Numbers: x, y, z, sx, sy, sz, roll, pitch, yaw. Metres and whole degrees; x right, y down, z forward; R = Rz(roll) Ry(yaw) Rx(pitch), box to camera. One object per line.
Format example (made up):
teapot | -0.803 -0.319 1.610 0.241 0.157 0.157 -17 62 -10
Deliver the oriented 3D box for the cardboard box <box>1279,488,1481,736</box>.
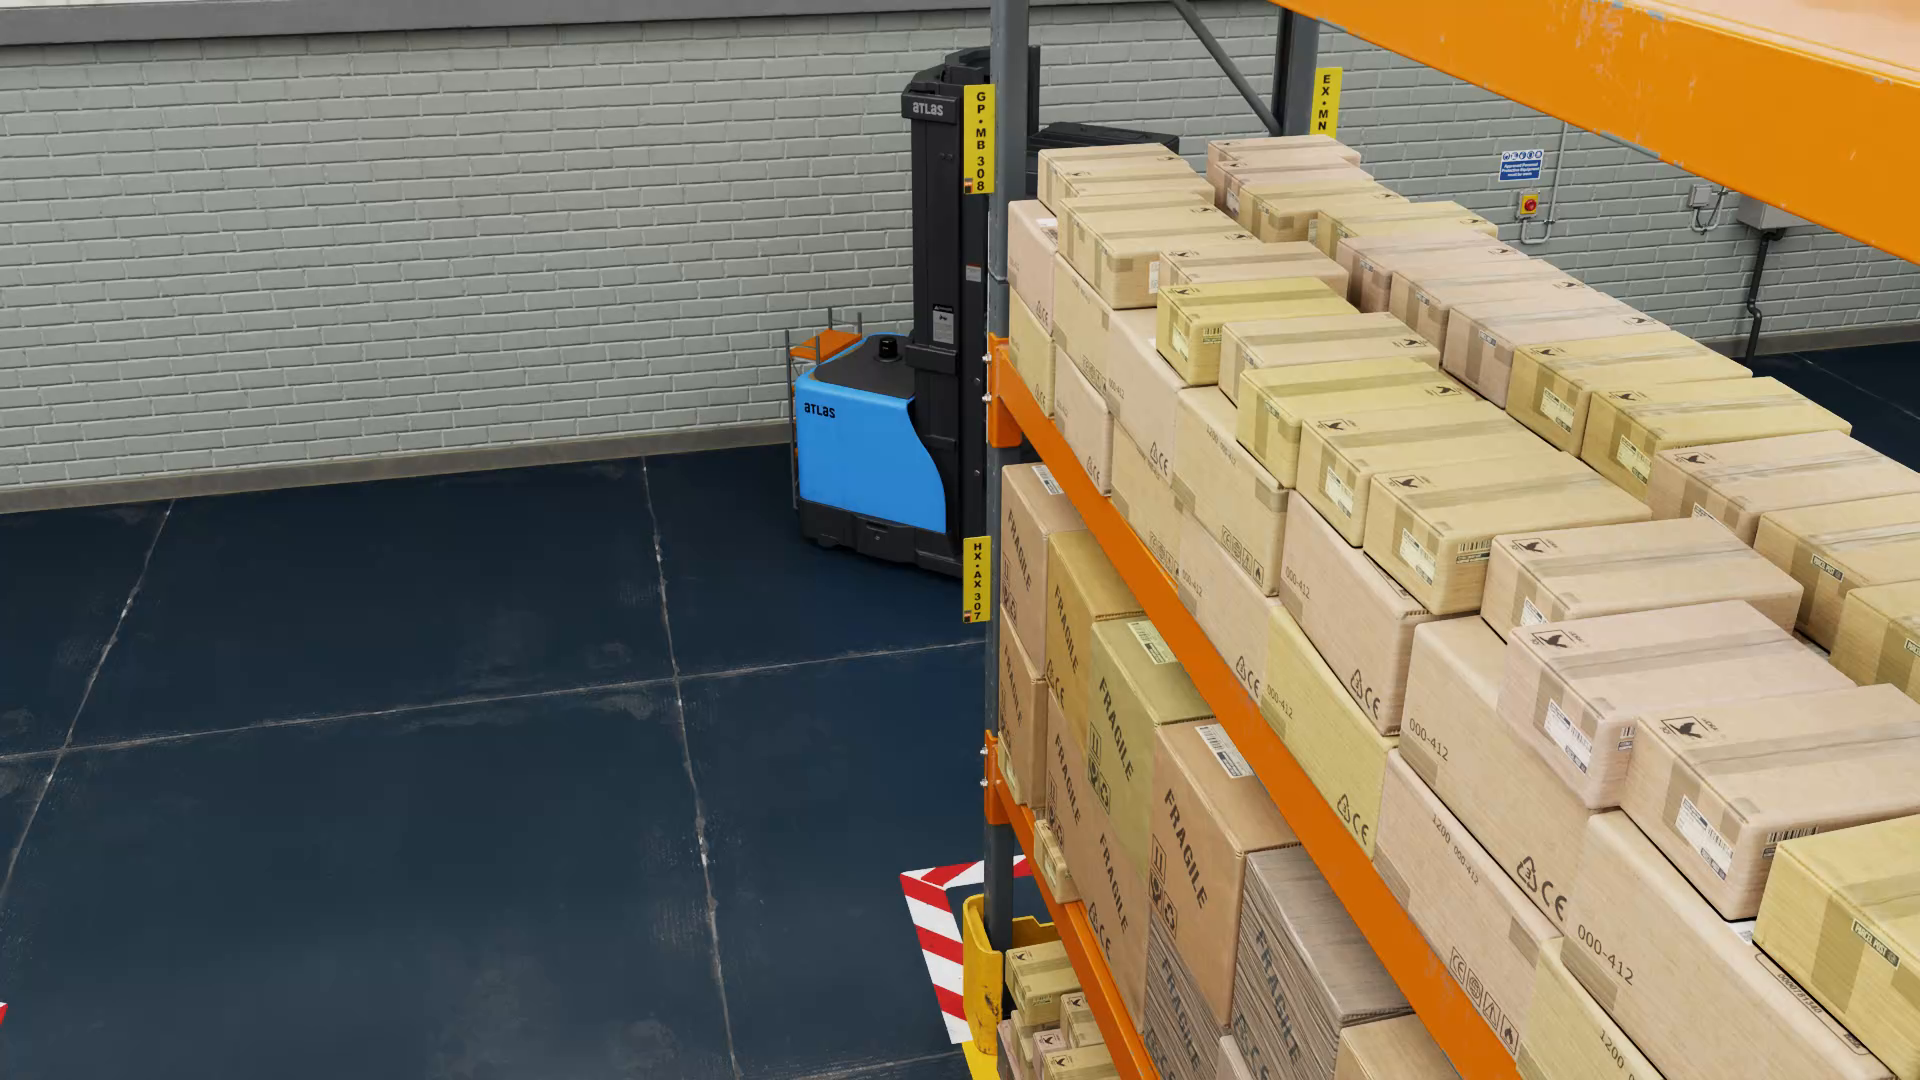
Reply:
cardboard box | 0.912 0.094 3.018 0.500 0.250 0.500 -5 27 -9

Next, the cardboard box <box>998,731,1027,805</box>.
cardboard box | 0.344 0.755 5.703 0.380 0.149 0.250 -6 27 -12

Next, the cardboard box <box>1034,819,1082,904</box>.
cardboard box | 0.450 0.986 5.245 0.380 0.149 0.250 -7 28 -13

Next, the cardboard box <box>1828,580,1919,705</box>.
cardboard box | 1.522 0.171 2.423 0.380 0.149 0.250 -6 27 -12

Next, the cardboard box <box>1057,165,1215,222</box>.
cardboard box | 0.481 -0.927 4.597 0.380 0.149 0.250 -5 27 -10

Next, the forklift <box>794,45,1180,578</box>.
forklift | 0.554 -1.174 9.323 3.031 2.935 1.130 14 30 25

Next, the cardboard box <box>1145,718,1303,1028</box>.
cardboard box | 0.767 0.743 3.899 0.500 0.500 0.500 -7 28 -13

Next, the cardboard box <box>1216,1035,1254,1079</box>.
cardboard box | 0.881 1.416 3.674 0.500 0.500 0.500 -6 27 -12

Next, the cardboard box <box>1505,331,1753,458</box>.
cardboard box | 1.341 -0.297 3.350 0.380 0.149 0.250 -7 28 -13

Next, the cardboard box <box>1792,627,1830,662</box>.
cardboard box | 1.509 0.274 2.662 0.500 0.250 0.500 -6 27 -12

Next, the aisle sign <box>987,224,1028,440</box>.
aisle sign | 0.282 -0.694 5.412 0.394 0.787 0.004 -6 27 -12

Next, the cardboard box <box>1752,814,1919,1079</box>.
cardboard box | 1.155 0.441 1.888 0.380 0.149 0.250 -7 28 -14

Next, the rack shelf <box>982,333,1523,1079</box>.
rack shelf | 1.041 0.328 3.741 1.077 0.370 4.000 -6 27 -12

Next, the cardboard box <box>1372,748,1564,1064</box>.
cardboard box | 1.017 0.543 2.682 0.500 0.250 0.500 -6 27 -12

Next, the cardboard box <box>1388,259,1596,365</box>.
cardboard box | 1.209 -0.524 3.799 0.380 0.149 0.250 -5 27 -10

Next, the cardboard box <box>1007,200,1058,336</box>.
cardboard box | 0.438 -0.804 4.797 0.500 0.250 0.500 -6 27 -11

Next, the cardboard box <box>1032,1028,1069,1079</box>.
cardboard box | 0.465 1.802 5.718 0.380 0.149 0.250 -6 27 -12

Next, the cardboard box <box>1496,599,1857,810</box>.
cardboard box | 0.989 0.223 2.320 0.380 0.149 0.250 -6 27 -12

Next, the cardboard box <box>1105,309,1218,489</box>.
cardboard box | 0.657 -0.356 3.910 0.500 0.250 0.500 -6 27 -11

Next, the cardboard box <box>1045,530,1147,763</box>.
cardboard box | 0.553 0.289 4.798 0.500 0.500 0.500 -5 27 -10

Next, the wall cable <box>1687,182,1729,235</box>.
wall cable | 5.476 -3.155 12.044 0.588 1.984 0.122 -6 27 -12

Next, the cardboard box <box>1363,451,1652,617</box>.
cardboard box | 0.912 -0.016 2.793 0.380 0.149 0.250 -7 28 -14

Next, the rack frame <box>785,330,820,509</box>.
rack frame | -0.957 -0.717 10.339 0.240 1.200 0.015 14 30 25

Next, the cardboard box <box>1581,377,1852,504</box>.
cardboard box | 1.413 -0.184 3.125 0.380 0.149 0.250 -5 27 -9

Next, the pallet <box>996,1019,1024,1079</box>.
pallet | 0.756 2.106 5.843 1.003 0.211 1.213 -6 27 -12

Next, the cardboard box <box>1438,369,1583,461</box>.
cardboard box | 1.274 -0.179 3.558 0.500 0.250 0.500 -7 28 -14

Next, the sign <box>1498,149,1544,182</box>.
sign | 4.036 -2.695 11.960 0.327 0.218 0.001 -6 27 -12

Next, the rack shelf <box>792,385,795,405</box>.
rack shelf | -0.841 -0.953 10.460 0.258 0.148 0.480 14 30 25

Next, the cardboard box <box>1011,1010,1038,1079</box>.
cardboard box | 0.396 1.816 6.022 0.380 0.149 0.250 -5 27 -11

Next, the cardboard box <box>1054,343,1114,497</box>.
cardboard box | 0.557 -0.350 4.451 0.500 0.250 0.500 -5 27 -10

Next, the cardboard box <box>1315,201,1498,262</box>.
cardboard box | 1.135 -0.754 4.254 0.380 0.149 0.250 -6 27 -11

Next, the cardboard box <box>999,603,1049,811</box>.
cardboard box | 0.422 0.515 5.459 0.500 0.500 0.500 -5 27 -9

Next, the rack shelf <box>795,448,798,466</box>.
rack shelf | -0.841 -0.576 10.650 0.258 0.148 0.480 14 30 25

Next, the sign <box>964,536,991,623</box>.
sign | 0.062 0.136 5.690 0.100 0.325 0.005 -6 27 -12

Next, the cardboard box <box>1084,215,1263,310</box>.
cardboard box | 0.525 -0.693 4.135 0.380 0.149 0.250 -6 27 -11

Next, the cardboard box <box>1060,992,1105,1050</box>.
cardboard box | 0.557 1.661 5.668 0.380 0.149 0.250 -5 27 -11

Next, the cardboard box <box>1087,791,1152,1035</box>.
cardboard box | 0.666 0.964 4.570 0.500 0.500 0.500 -6 27 -11

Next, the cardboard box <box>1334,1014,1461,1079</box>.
cardboard box | 1.001 1.195 3.003 0.500 0.500 0.500 -7 28 -13

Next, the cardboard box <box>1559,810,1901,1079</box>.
cardboard box | 1.140 0.552 2.111 0.500 0.250 0.500 -7 28 -14

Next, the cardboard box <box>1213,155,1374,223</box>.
cardboard box | 0.933 -0.973 4.690 0.380 0.149 0.250 -6 27 -11

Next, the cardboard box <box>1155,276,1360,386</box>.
cardboard box | 0.653 -0.465 3.683 0.380 0.149 0.250 -5 27 -10

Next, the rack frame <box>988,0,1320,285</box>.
rack frame | 0.590 -2.210 4.642 1.000 3.000 0.127 -6 27 -12

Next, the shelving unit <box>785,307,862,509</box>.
shelving unit | -0.841 -0.814 10.530 0.258 1.200 0.503 14 30 25

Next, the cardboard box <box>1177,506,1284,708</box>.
cardboard box | 0.791 0.103 3.555 0.500 0.250 0.500 -6 27 -12

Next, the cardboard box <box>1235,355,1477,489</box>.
cardboard box | 0.761 -0.233 3.224 0.380 0.149 0.250 -6 27 -12
